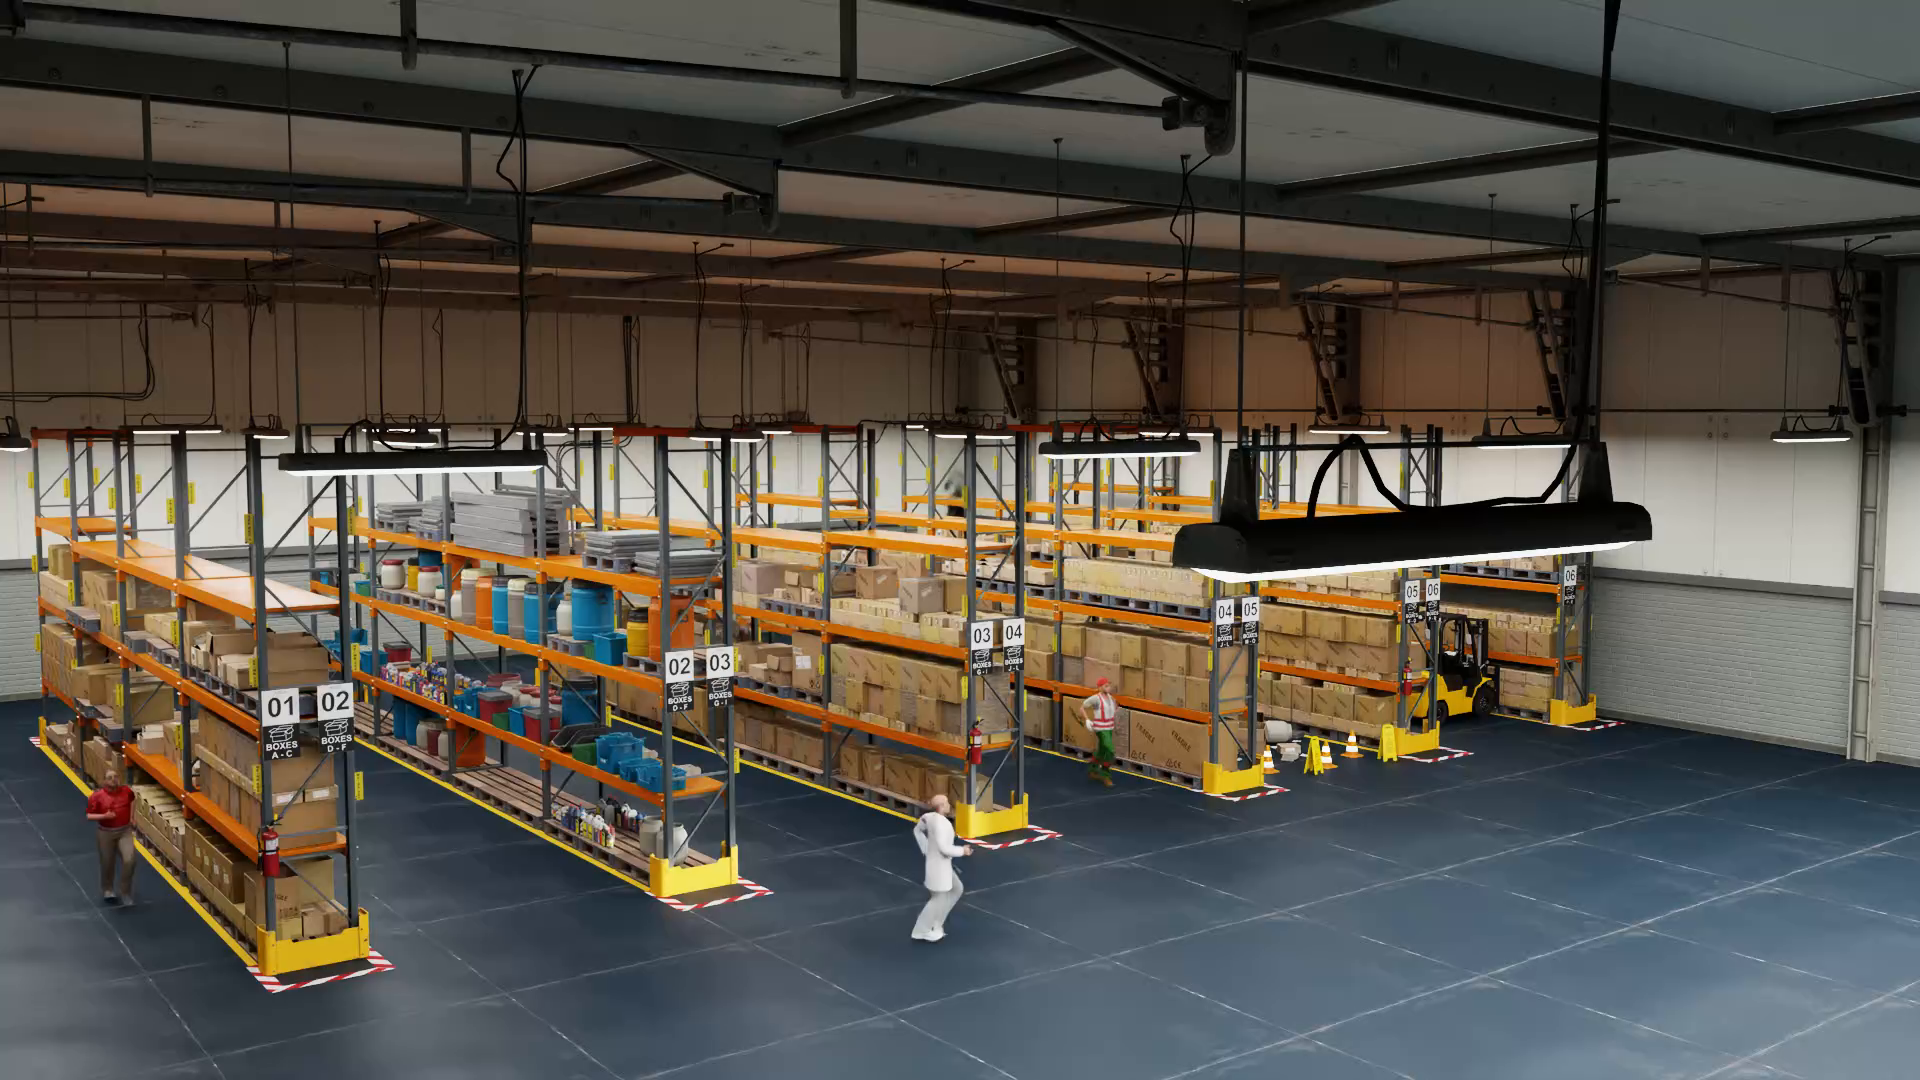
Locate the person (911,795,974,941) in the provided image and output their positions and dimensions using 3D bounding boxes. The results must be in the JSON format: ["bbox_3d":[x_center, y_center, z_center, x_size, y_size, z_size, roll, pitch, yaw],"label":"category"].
[{"bbox_3d":[-0.214,3.904,19.769,0.739,1.780,0.699,-1,5,-7],"label":"person"}]

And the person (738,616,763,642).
[{"bbox_3d":[-4.753,2.536,37.490,0.717,1.713,0.677,-3,5,-30],"label":"person"}]

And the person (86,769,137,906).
[{"bbox_3d":[-10.803,3.815,21.260,0.642,1.788,0.730,-4,6,-39],"label":"person"}]

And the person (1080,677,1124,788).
[{"bbox_3d":[2.419,3.236,28.050,0.777,1.847,0.646,4,6,40],"label":"person"}]
